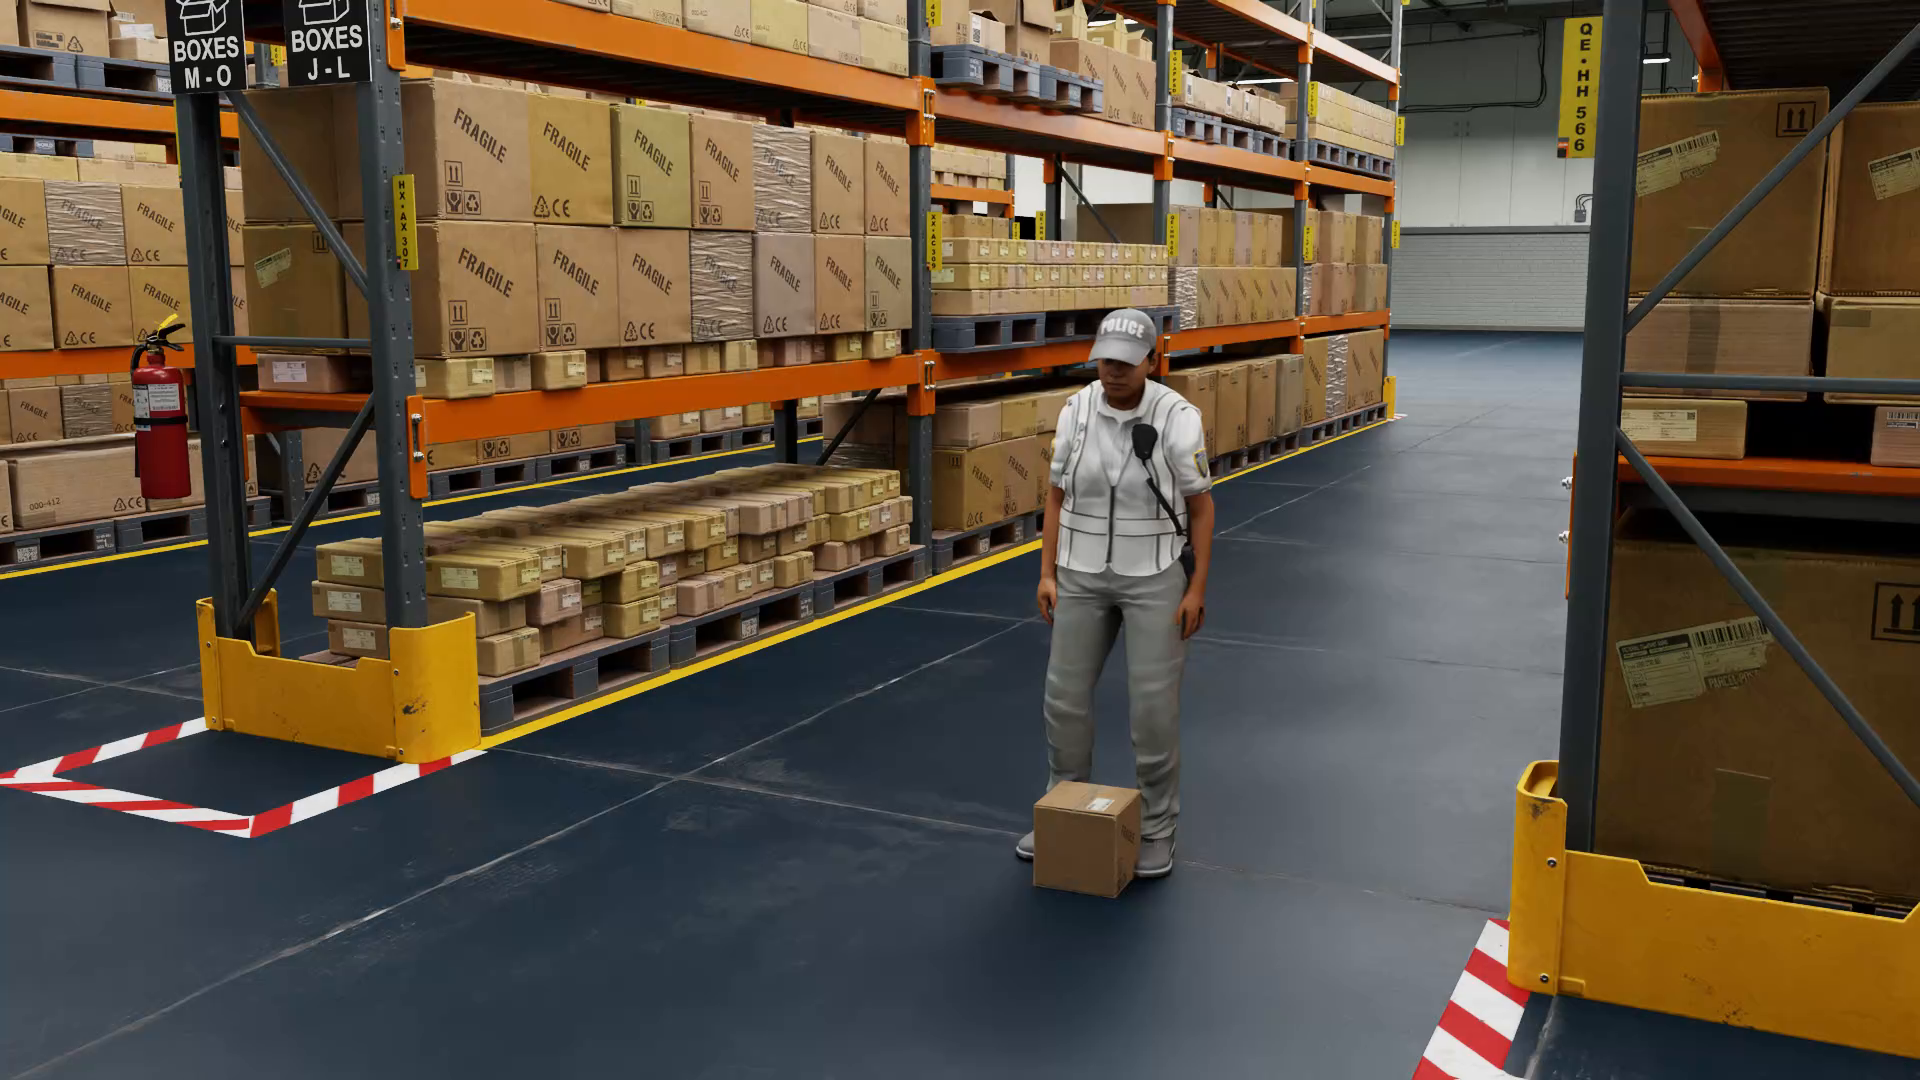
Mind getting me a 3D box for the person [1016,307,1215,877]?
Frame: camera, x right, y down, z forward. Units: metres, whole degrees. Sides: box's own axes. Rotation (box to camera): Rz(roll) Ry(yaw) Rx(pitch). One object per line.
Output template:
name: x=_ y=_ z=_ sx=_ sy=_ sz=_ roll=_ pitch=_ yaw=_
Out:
person: x=0.467 y=0.145 z=4.960 sx=0.552 sy=1.664 sz=0.468 roll=4 pitch=10 yaw=23
